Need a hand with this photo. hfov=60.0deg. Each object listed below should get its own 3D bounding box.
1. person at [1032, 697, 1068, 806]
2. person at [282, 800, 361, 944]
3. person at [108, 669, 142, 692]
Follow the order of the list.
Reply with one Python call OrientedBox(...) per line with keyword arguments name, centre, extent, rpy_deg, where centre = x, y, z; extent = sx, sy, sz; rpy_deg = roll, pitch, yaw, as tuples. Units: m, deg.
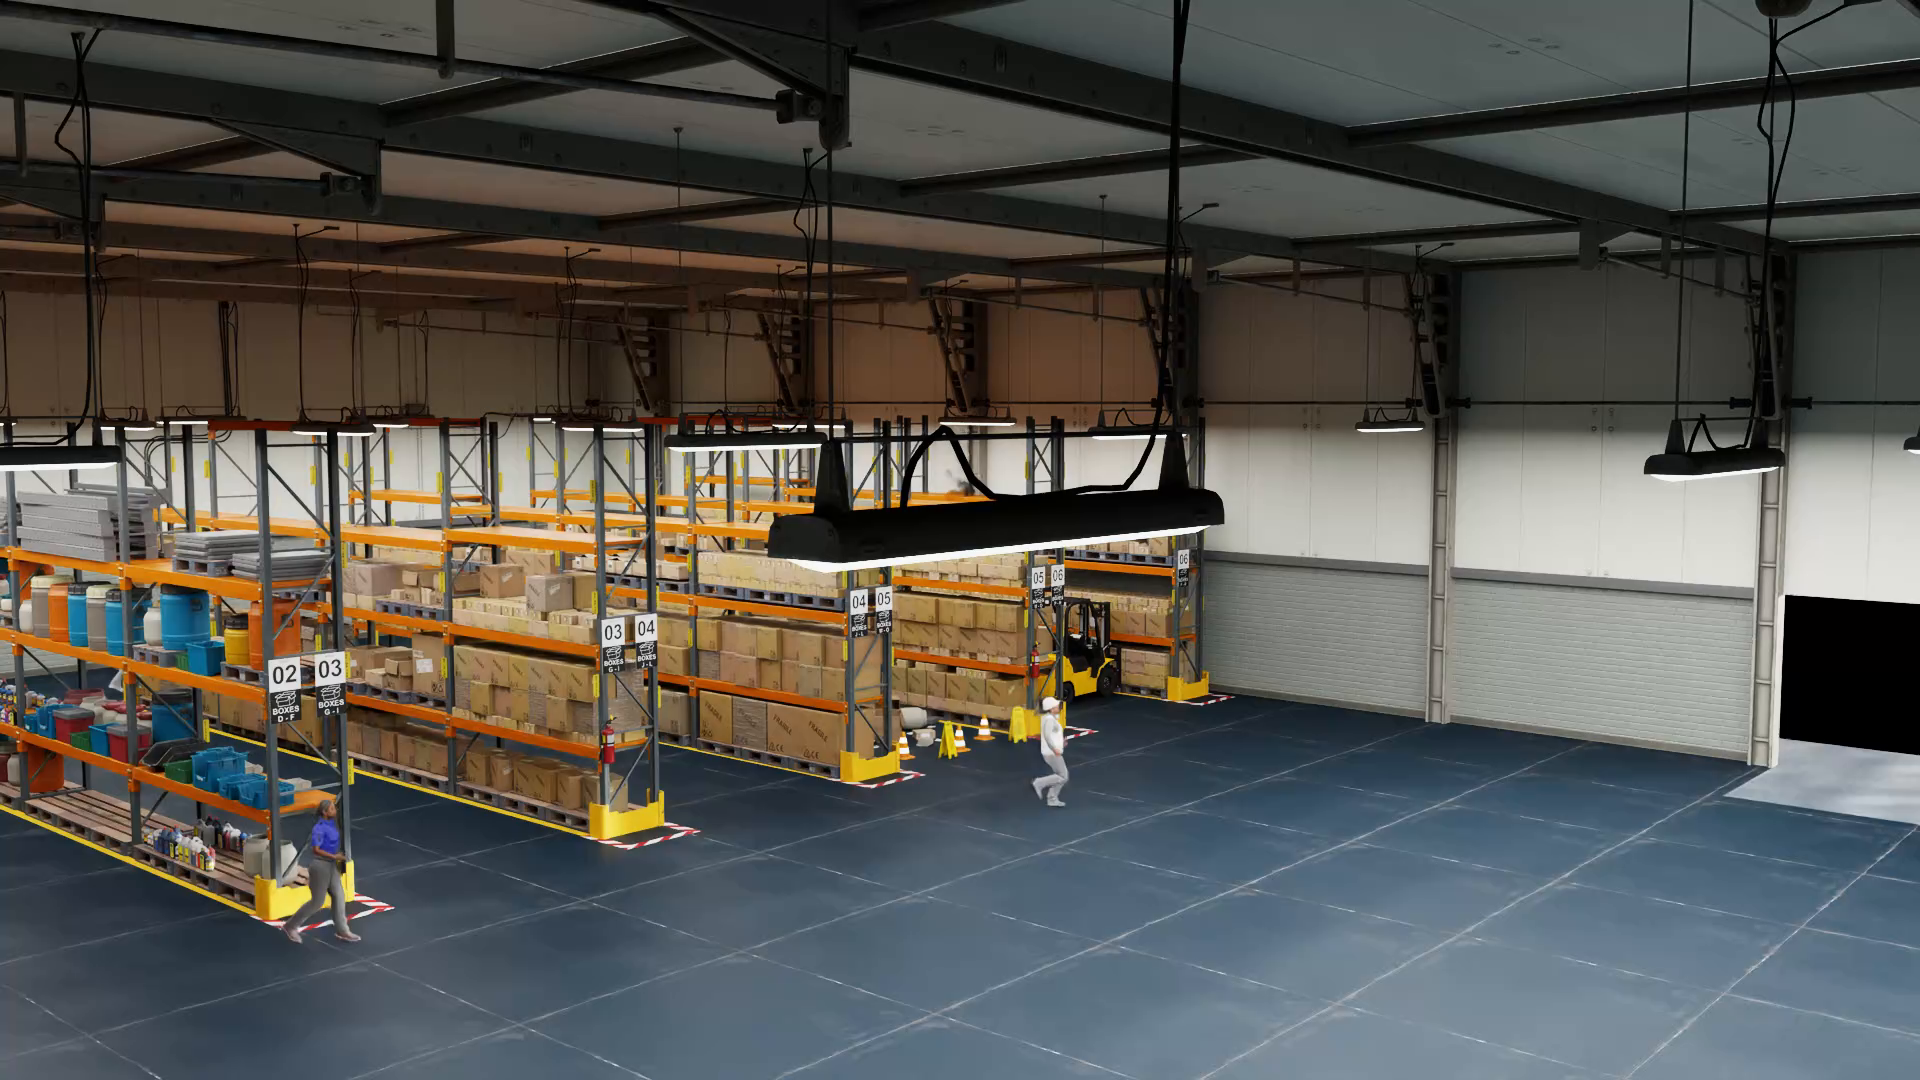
OrientedBox(name="person", centre=(1.409, 3.318, 26.013), extent=(0.581, 1.736, 0.696), rpy_deg=(0, 5, -4))
OrientedBox(name="person", centre=(-7.484, 3.878, 19.536), extent=(0.852, 1.661, 0.628), rpy_deg=(0, 5, -6))
OrientedBox(name="person", centre=(-17.946, 2.495, 36.025), extent=(0.968, 1.717, 0.697), rpy_deg=(-2, 5, -24))
